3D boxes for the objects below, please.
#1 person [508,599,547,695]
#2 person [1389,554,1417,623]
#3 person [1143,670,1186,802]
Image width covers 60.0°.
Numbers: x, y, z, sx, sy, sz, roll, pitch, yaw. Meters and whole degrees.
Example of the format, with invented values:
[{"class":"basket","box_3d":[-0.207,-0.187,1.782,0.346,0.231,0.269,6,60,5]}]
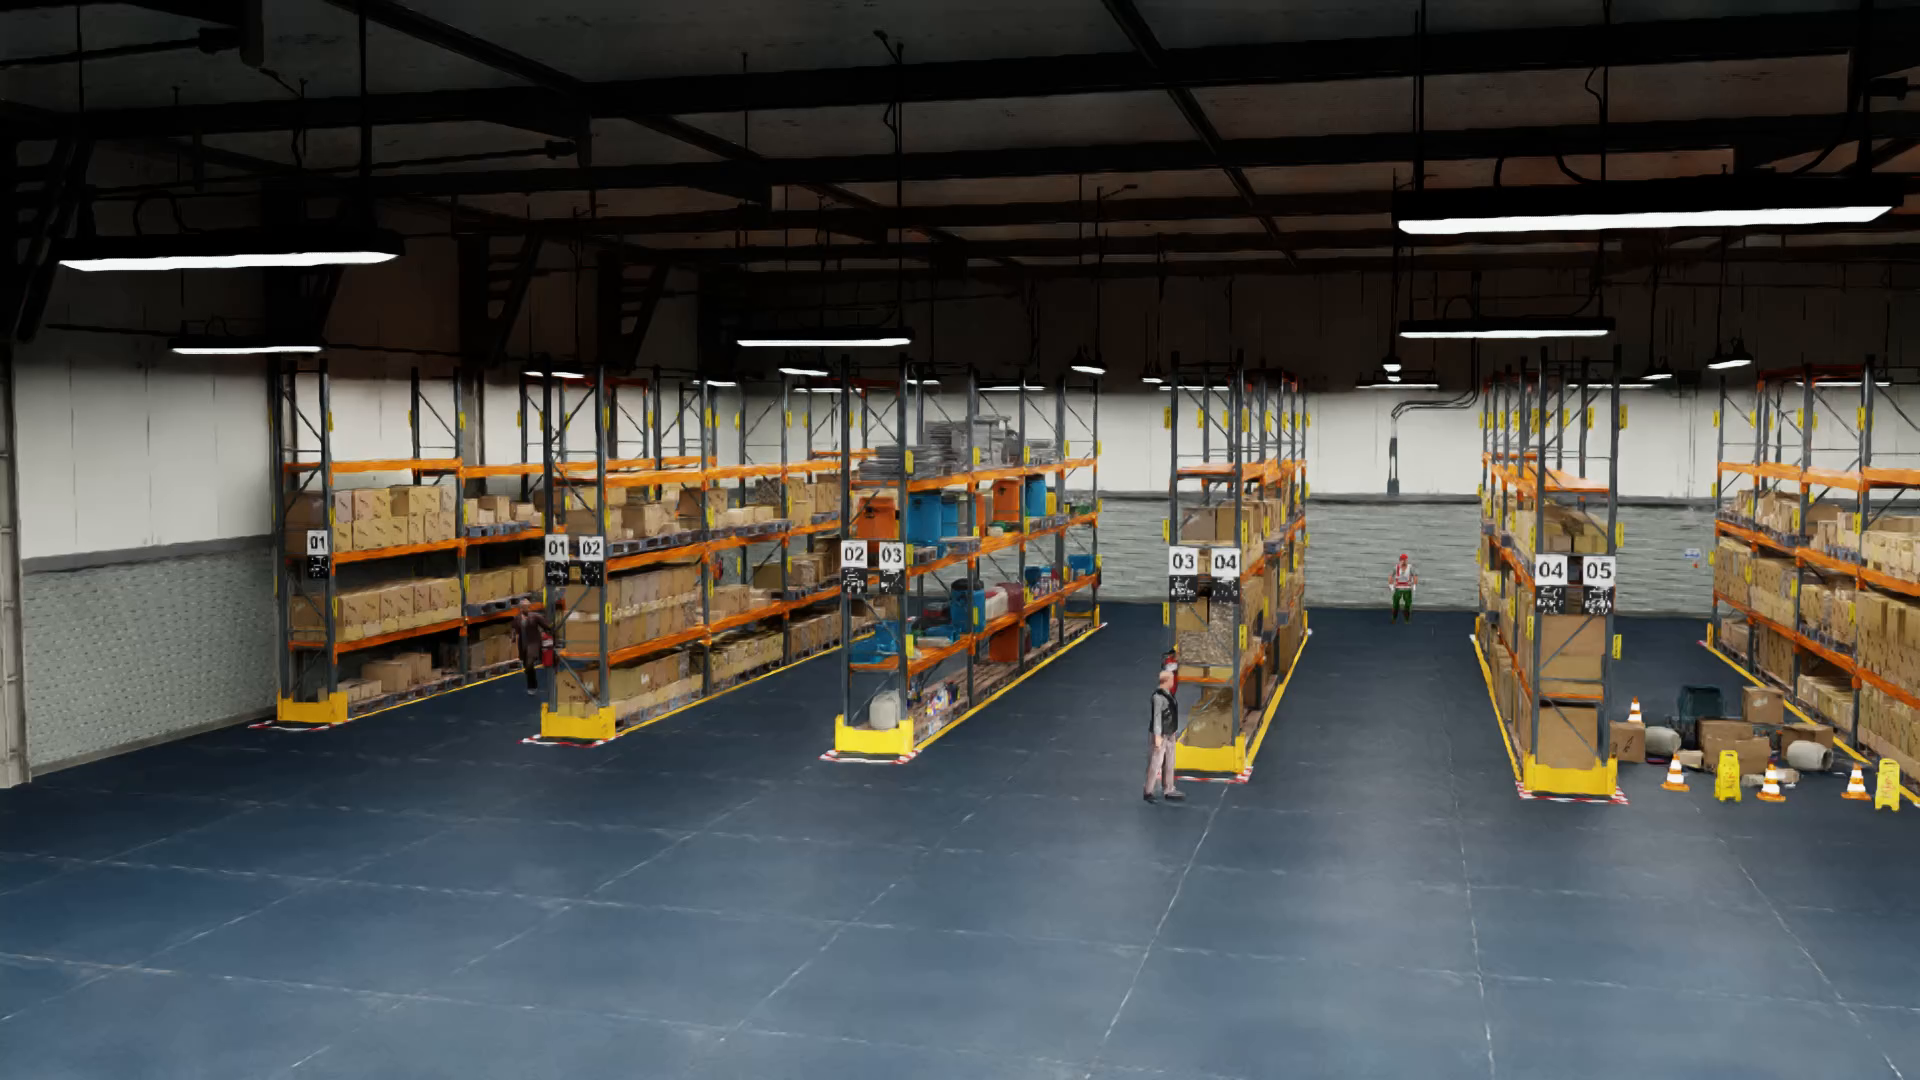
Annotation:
[{"class":"person","box_3d":[-7.895,1.945,30.489,0.748,1.739,0.741,1,4,19]},{"class":"person","box_3d":[10.913,1.194,40.994,0.677,1.742,0.547,1,4,13]},{"class":"person","box_3d":[2.681,2.563,21.888,0.494,1.720,0.623,2,4,22]}]
